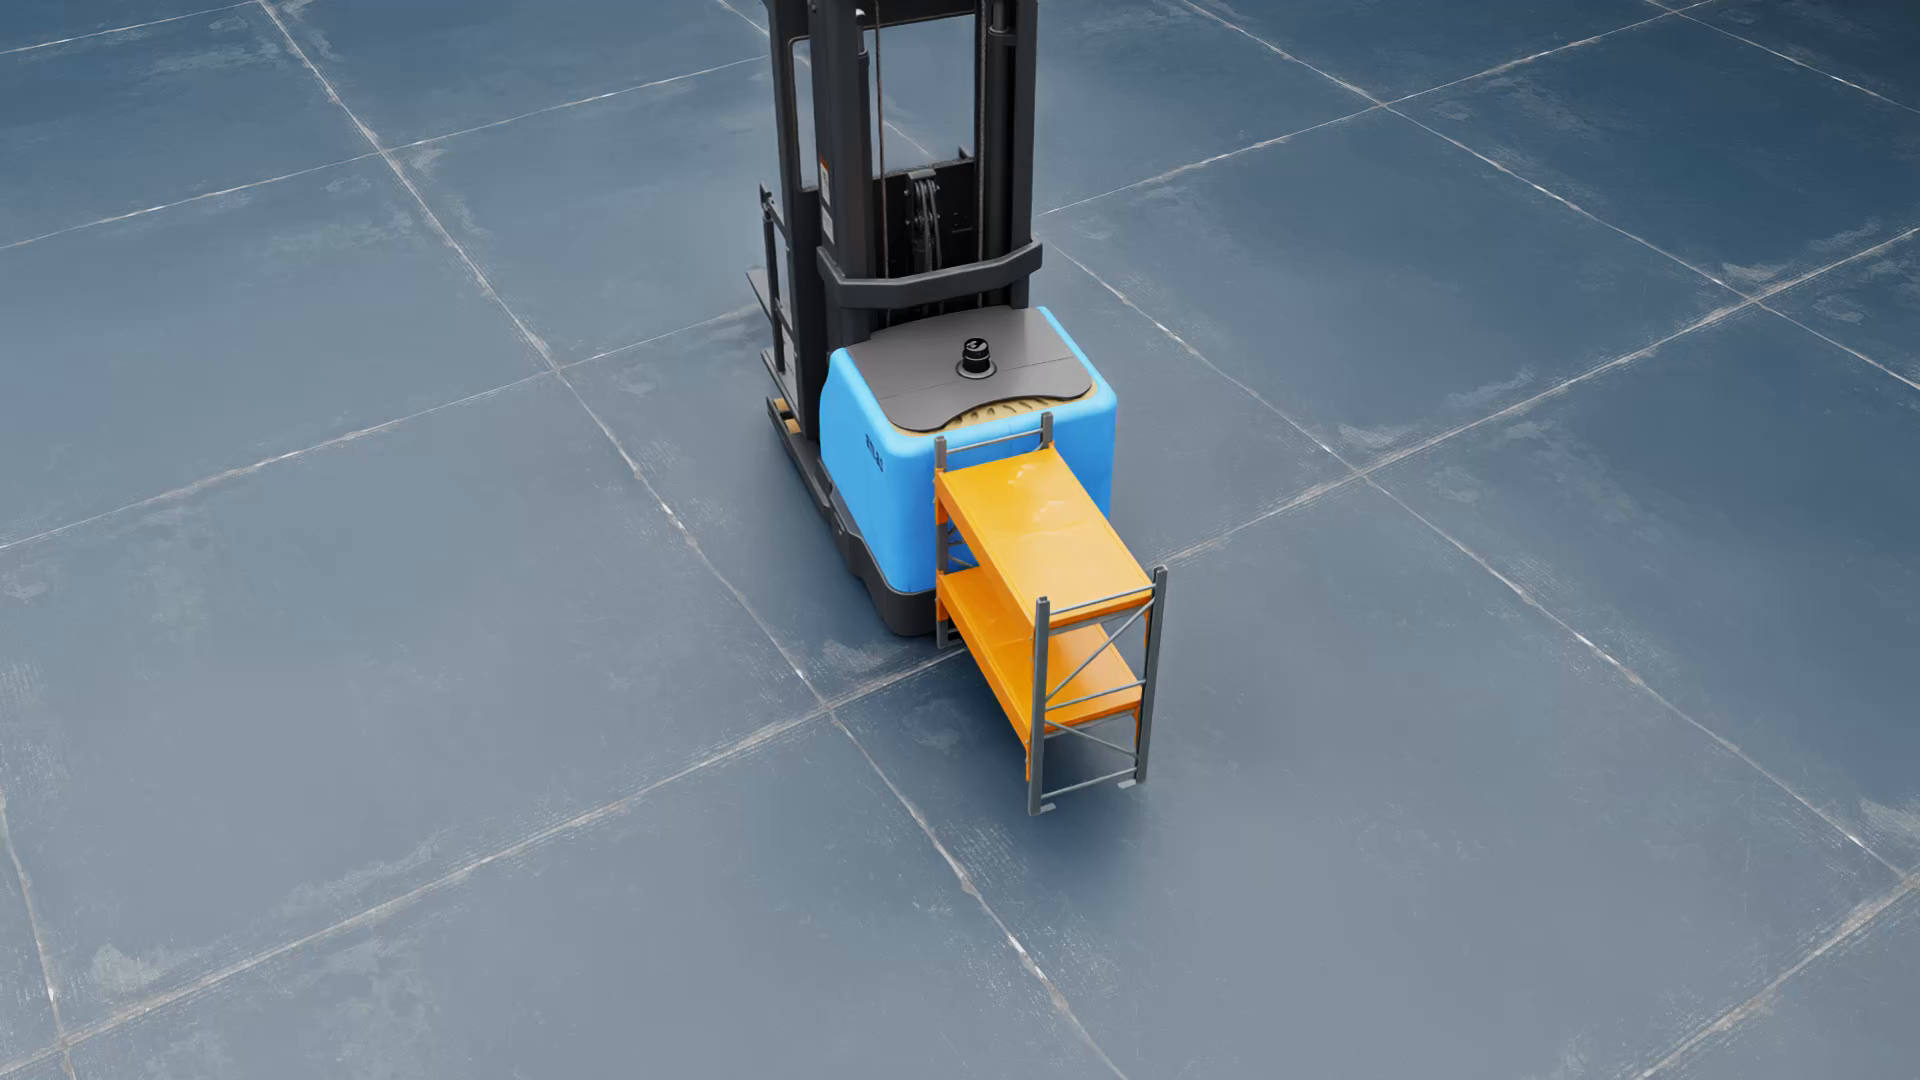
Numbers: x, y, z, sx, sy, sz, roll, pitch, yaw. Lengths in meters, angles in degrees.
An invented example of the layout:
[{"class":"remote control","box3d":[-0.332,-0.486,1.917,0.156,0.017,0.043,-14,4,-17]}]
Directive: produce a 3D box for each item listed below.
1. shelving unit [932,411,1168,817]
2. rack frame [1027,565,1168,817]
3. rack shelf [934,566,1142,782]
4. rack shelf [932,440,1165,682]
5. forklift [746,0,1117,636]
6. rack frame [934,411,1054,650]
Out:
[{"class":"shelving unit","box3d":[0.320,0.282,6.593,0.538,1.125,1.048,-14,42,-16]},{"class":"rack frame","box3d":[0.503,0.586,6.229,0.500,1.125,0.032,-14,42,-16]},{"class":"rack shelf","box3d":[0.320,0.470,6.749,0.538,0.278,1.000,-14,42,-16]},{"class":"rack shelf","box3d":[0.320,0.058,6.406,0.538,0.278,1.000,-14,42,-16]},{"class":"forklift","box3d":[-0.336,-1.659,7.511,1.130,2.935,3.031,-14,42,-16]},{"class":"rack frame","box3d":[0.136,-0.021,6.957,0.500,1.125,0.032,-14,42,-16]}]
